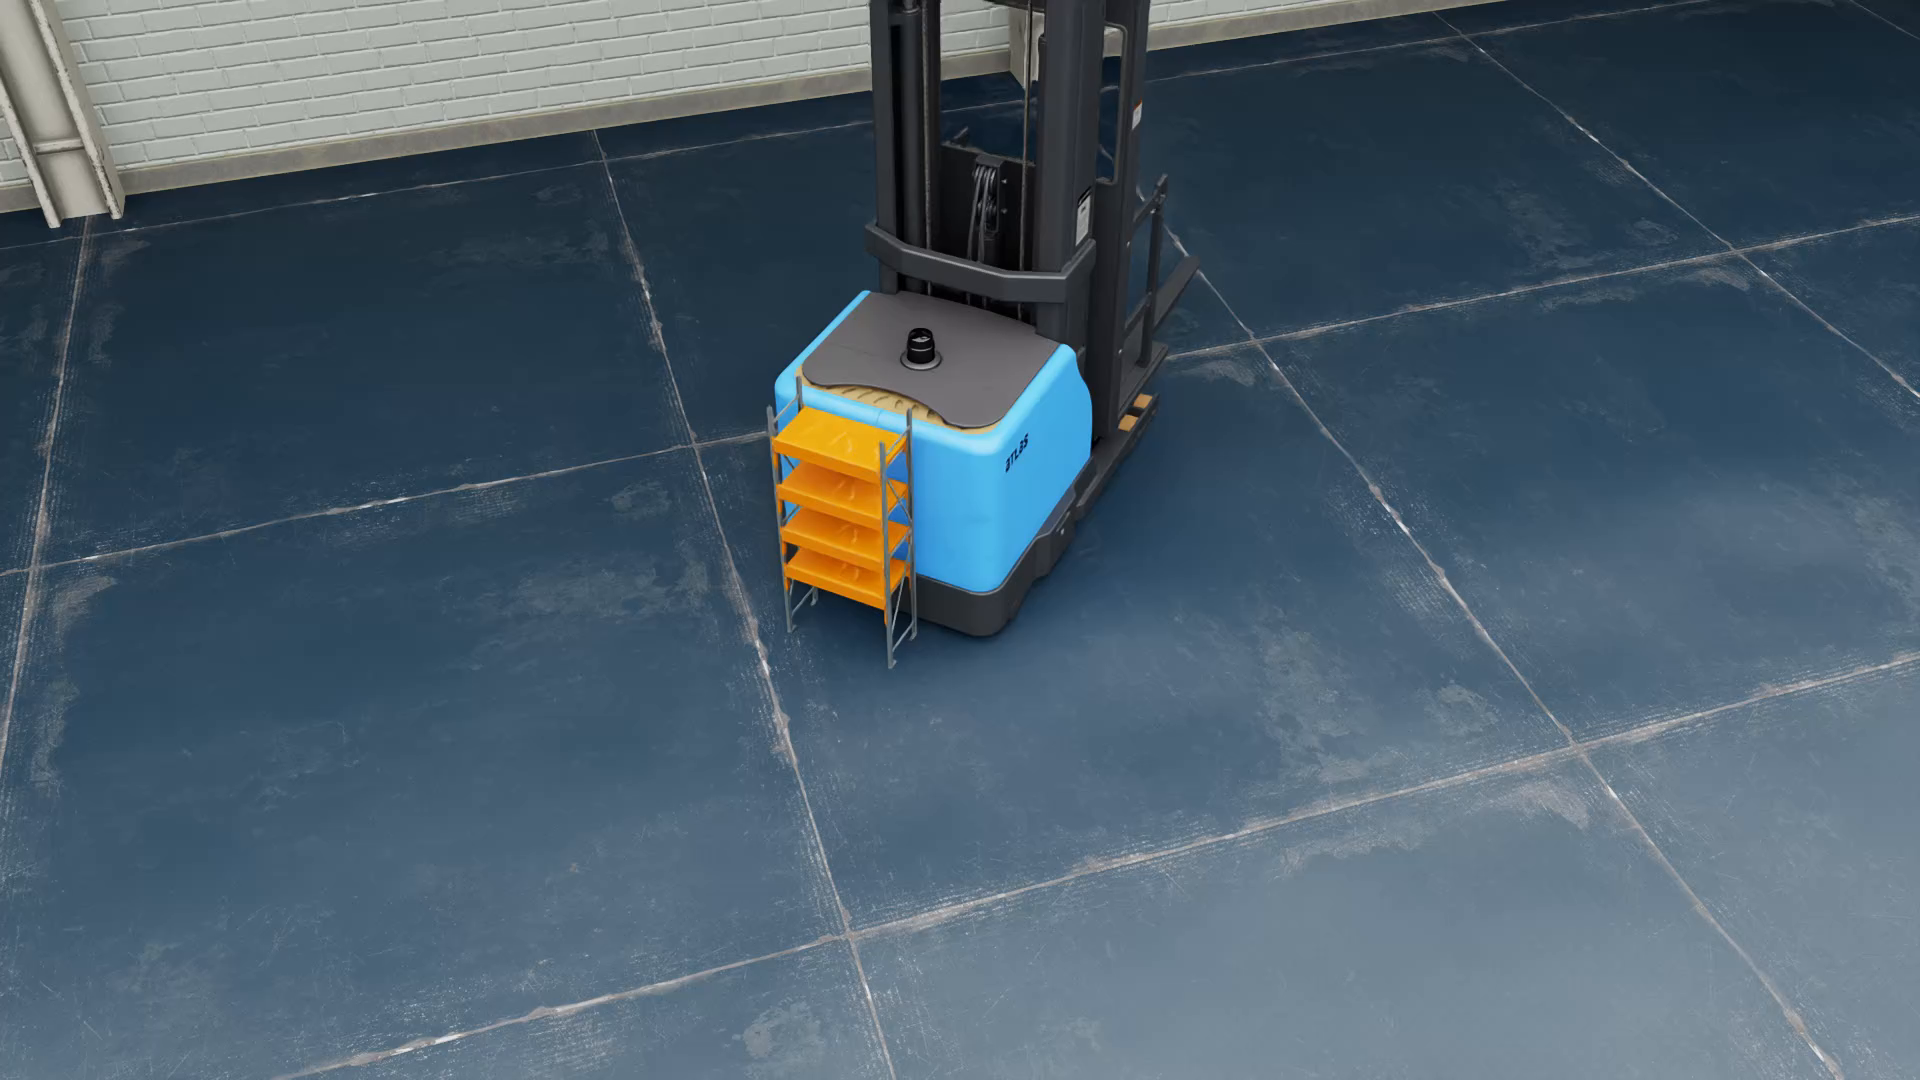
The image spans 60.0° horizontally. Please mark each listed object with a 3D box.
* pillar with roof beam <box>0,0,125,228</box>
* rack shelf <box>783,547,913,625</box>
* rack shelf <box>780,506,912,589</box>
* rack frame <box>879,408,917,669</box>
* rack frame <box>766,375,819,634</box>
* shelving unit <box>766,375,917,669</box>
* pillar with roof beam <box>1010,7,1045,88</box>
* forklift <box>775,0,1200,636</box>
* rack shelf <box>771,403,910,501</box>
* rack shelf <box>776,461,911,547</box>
[{"bbox_3d":[-3.863,-2.638,3.779,0.400,9.000,9.100,-12,42,-13],"label":"pillar with roof beam"},{"bbox_3d":[-0.461,0.149,6.921,0.480,0.148,0.258,18,44,19],"label":"rack shelf"},{"bbox_3d":[-0.461,0.000,6.790,0.480,0.148,0.258,18,44,19],"label":"rack shelf"},{"bbox_3d":[-0.242,0.020,6.665,0.015,1.200,0.240,18,44,19],"label":"rack frame"},{"bbox_3d":[-0.680,-0.122,6.827,0.015,1.200,0.240,18,44,19],"label":"rack frame"},{"bbox_3d":[-0.461,-0.051,6.746,0.503,1.200,0.258,18,44,19],"label":"shelving unit"},{"bbox_3d":[1.860,-3.824,5.137,0.400,9.000,9.100,-12,42,-13],"label":"pillar with roof beam"},{"bbox_3d":[0.333,-1.665,7.278,1.130,2.935,3.031,18,44,19],"label":"forklift"},{"bbox_3d":[-0.461,-0.347,6.487,0.480,0.148,0.258,18,44,19],"label":"rack shelf"},{"bbox_3d":[-0.461,-0.169,6.643,0.480,0.148,0.258,18,44,19],"label":"rack shelf"}]
